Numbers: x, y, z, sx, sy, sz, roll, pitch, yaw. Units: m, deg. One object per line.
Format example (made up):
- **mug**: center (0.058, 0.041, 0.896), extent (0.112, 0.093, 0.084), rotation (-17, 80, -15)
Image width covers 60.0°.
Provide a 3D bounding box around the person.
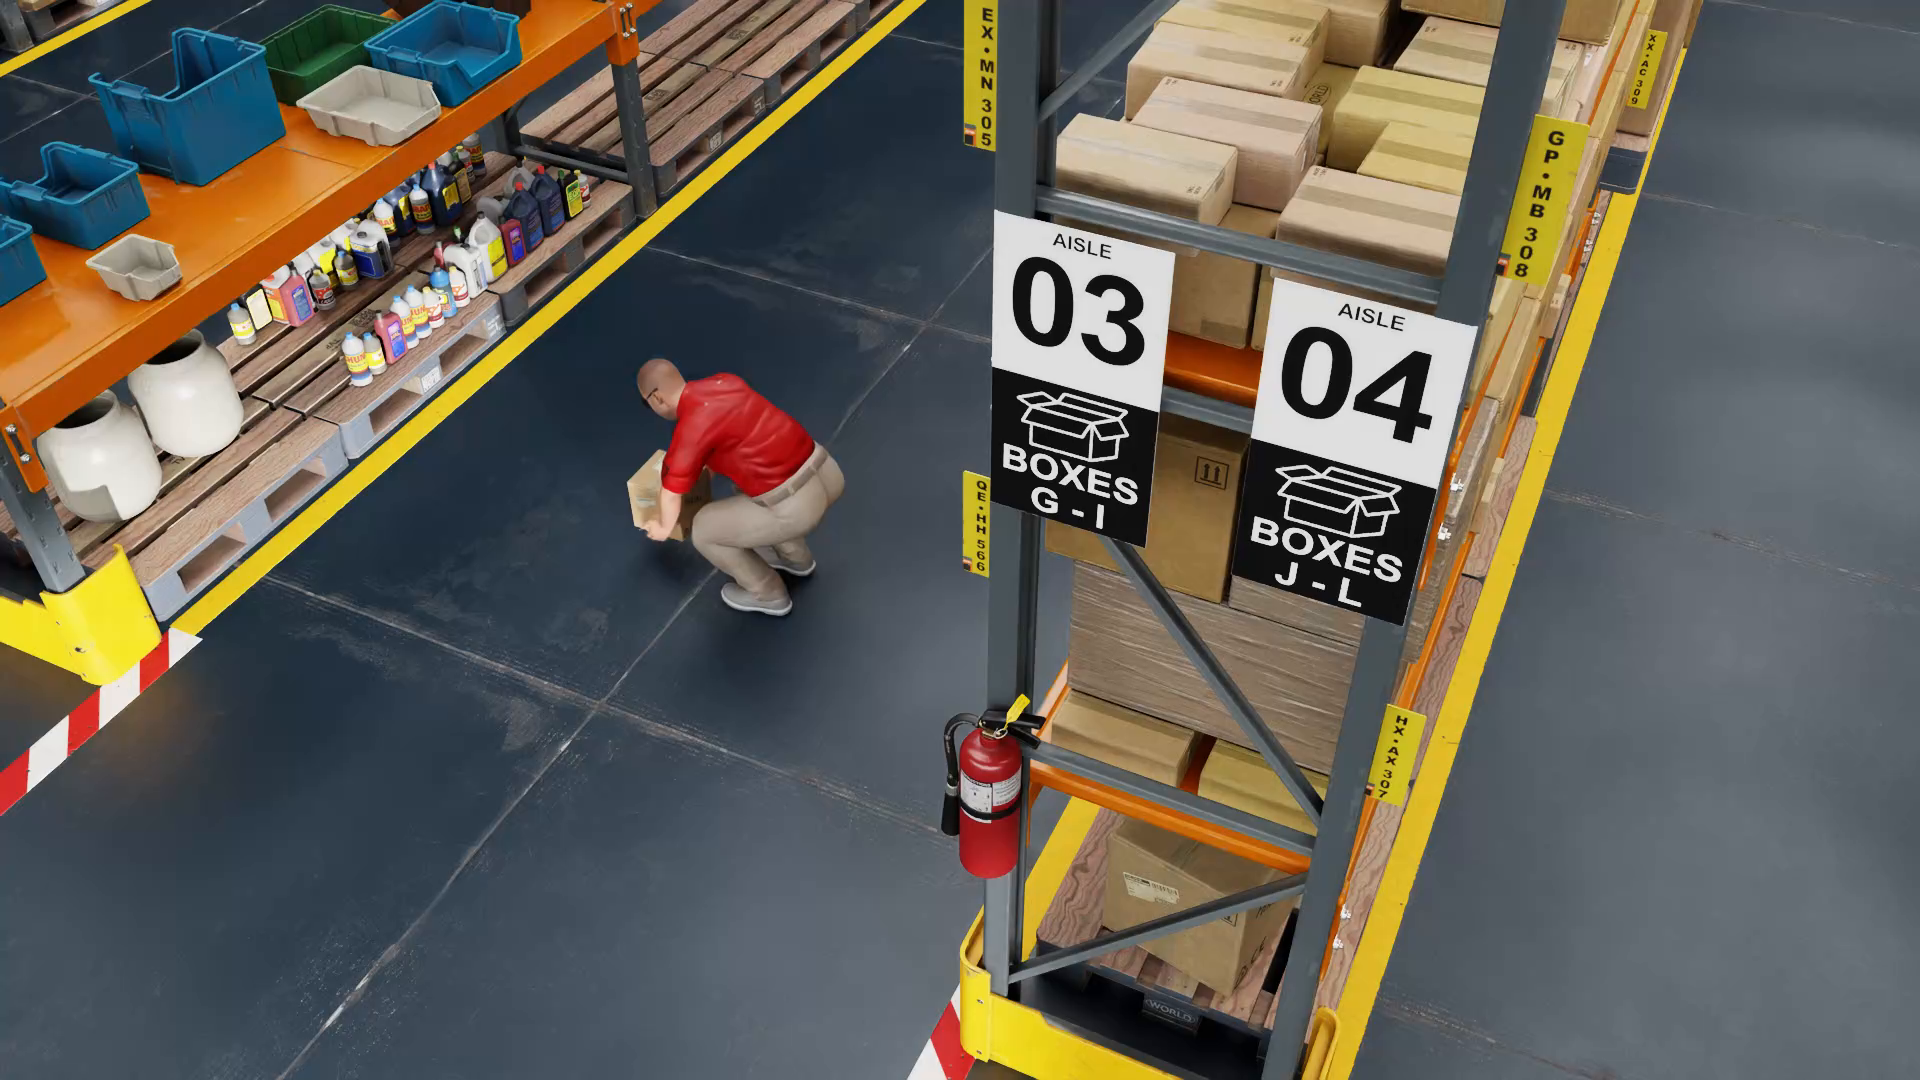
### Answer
- **person**: center (-0.914, -0.223, 6.893), extent (0.833, 1.106, 0.569), rotation (17, 45, 18)
